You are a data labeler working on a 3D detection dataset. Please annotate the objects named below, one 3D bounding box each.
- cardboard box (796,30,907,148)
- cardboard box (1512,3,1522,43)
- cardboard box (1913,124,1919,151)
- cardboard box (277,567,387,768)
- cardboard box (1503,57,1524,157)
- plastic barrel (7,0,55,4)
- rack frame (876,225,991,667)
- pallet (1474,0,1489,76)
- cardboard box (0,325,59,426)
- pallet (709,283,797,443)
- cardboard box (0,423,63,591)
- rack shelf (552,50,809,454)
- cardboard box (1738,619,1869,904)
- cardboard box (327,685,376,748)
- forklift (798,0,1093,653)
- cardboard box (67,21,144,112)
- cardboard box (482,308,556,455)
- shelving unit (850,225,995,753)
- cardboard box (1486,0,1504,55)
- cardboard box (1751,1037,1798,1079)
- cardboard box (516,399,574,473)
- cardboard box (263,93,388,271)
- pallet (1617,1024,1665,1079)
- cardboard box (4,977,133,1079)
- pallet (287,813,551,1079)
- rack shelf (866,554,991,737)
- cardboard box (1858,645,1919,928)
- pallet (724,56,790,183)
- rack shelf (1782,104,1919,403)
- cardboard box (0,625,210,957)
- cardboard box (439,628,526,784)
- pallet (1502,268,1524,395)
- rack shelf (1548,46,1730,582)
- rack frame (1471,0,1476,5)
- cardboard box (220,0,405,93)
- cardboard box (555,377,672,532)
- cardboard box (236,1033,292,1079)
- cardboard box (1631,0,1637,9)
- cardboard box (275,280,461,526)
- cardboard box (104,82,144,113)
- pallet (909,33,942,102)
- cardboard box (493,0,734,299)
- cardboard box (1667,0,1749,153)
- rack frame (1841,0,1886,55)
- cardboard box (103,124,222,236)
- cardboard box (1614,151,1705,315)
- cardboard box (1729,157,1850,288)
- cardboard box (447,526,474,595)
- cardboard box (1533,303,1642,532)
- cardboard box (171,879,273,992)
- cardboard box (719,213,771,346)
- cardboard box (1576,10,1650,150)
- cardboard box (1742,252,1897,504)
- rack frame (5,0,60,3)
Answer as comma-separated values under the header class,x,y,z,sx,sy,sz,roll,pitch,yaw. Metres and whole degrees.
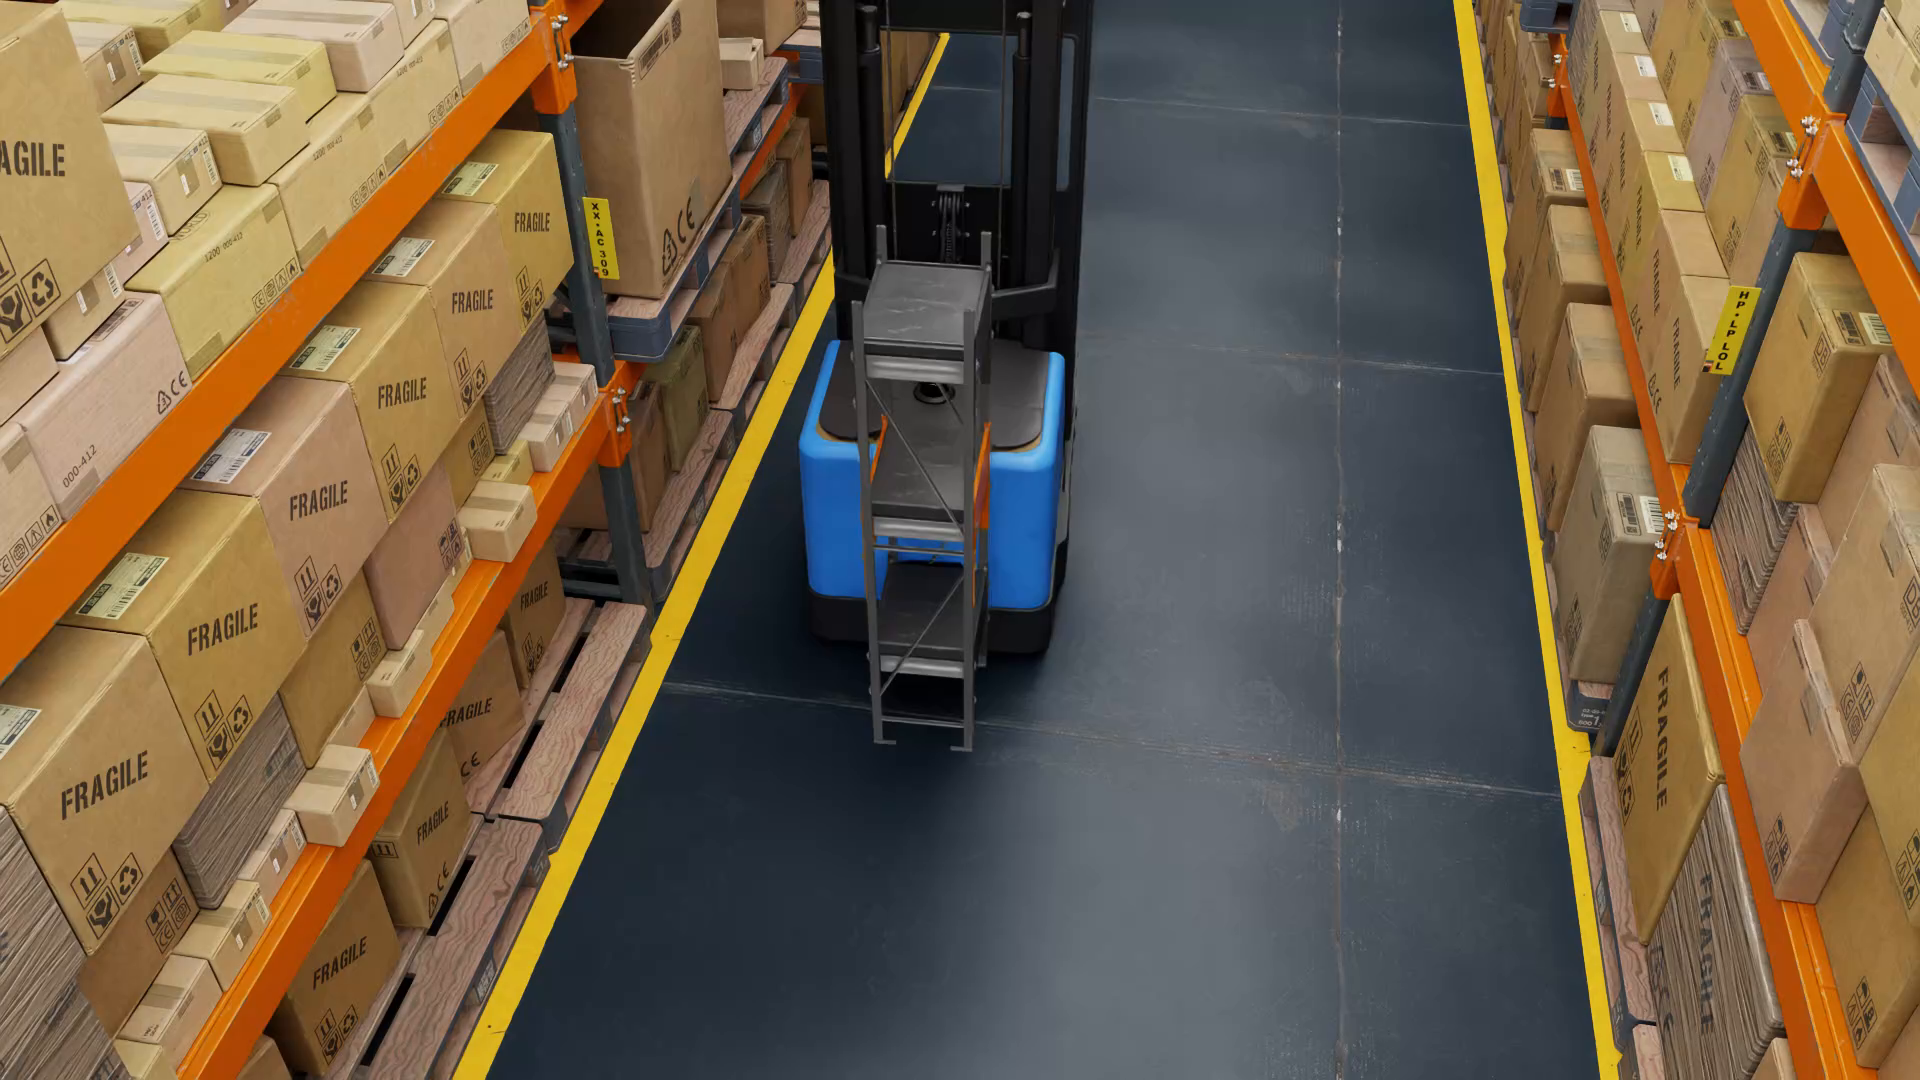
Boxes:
class,x,y,z,sx,sy,sz,roll,pitch,yaw
cardboard box,-1.009,-3.098,10.481,1.225,0.875,0.875,5,40,6
cardboard box,3.759,-3.295,10.425,0.500,0.250,0.500,7,40,9
cardboard box,2.541,-0.953,3.984,0.380,0.149,0.250,6,40,8
cardboard box,-2.216,0.252,4.779,0.875,0.500,0.500,6,40,8
cardboard box,3.668,-2.680,10.270,0.500,0.500,0.500,8,40,9
plastic barrel,-5.959,-3.505,11.009,0.600,0.830,0.708,6,40,8
rack frame,-0.089,-0.275,6.420,0.400,2.100,0.015,5,41,6
pallet,4.277,-3.661,12.013,1.003,0.211,1.213,6,40,8
cardboard box,-2.032,-0.342,3.261,0.380,0.149,0.250,6,40,8
pallet,-1.499,-0.996,8.789,1.003,0.211,1.213,6,40,8
cardboard box,-2.112,0.000,3.160,0.500,0.250,0.500,6,40,7
rack shelf,-1.495,-1.792,8.128,1.077,0.370,4.000,6,40,8
cardboard box,2.692,0.645,4.498,0.875,0.550,0.550,6,40,8
cardboard box,-1.982,0.538,4.942,0.380,0.149,0.250,6,40,8
forklift,0.010,-1.581,7.362,1.130,2.935,3.031,4,40,4
cardboard box,-2.380,-1.237,4.343,0.380,0.149,0.250,6,40,7
cardboard box,-1.980,-0.692,5.921,0.875,0.500,0.500,6,40,8
shelving unit,-0.120,-0.117,6.236,0.431,2.100,0.503,5,41,6
cardboard box,3.932,-3.656,11.451,0.500,0.500,0.500,8,40,10
cardboard box,2.537,1.978,4.341,0.875,0.875,0.875,6,40,7
cardboard box,-1.642,-0.394,6.070,0.380,0.149,0.250,6,40,8
cardboard box,-1.847,-0.951,4.309,0.500,0.250,0.500,6,40,7
pallet,2.609,2.107,5.036,1.003,0.211,1.213,6,40,8
cardboard box,-2.411,1.201,3.632,0.875,0.500,0.500,6,40,8
pallet,-2.131,1.454,5.826,1.003,0.211,1.213,6,40,8
rack shelf,-0.118,0.424,6.701,0.431,0.518,0.480,5,41,6
cardboard box,2.635,0.565,3.747,0.875,0.550,0.500,6,40,8
pallet,-1.451,-2.004,7.970,1.003,0.211,1.213,6,40,8
rack shelf,2.680,0.172,3.398,1.077,0.370,4.000,6,40,8
cardboard box,-2.076,0.529,3.659,0.500,0.500,0.500,6,40,8
cardboard box,-2.042,0.594,6.309,0.500,0.500,0.500,19,43,21
pallet,3.508,-1.153,8.979,1.003,0.211,1.213,6,40,8
rack shelf,3.372,-1.182,7.390,1.077,0.370,4.000,6,40,8
rack frame,4.411,-5.225,11.715,1.000,3.000,0.127,6,40,8
cardboard box,-1.730,-1.330,4.455,0.380,0.149,0.250,5,40,6
cardboard box,-1.714,-0.403,7.500,0.700,0.500,0.500,4,40,4
cardboard box,-2.339,1.729,4.937,0.500,0.500,0.500,17,42,19
cardboard box,3.631,-2.858,7.989,0.700,0.500,0.500,6,40,7
cardboard box,-1.821,-0.412,4.798,0.500,0.500,0.500,6,40,8
cardboard box,-2.354,-1.015,4.387,0.500,0.250,0.500,5,40,6
pallet,-0.725,-3.500,11.817,1.003,0.211,1.213,6,40,8
cardboard box,-1.566,-1.691,6.640,1.000,1.000,1.000,7,40,8
cardboard box,3.370,-1.897,6.827,0.700,0.500,0.500,6,40,7
rack frame,3.026,-2.516,3.731,1.000,3.000,0.127,6,40,8
cardboard box,-1.969,-0.843,3.867,0.380,0.149,0.250,5,40,6
cardboard box,3.028,-1.234,6.810,0.500,0.500,0.500,7,40,8
cardboard box,3.107,-0.940,5.670,0.700,0.500,0.500,6,40,7
cardboard box,-1.851,0.068,5.511,0.380,0.149,0.250,6,40,8
cardboard box,3.216,-0.503,7.441,1.050,0.750,0.750,6,40,8
cardboard box,-2.056,1.015,4.365,0.380,0.149,0.250,6,40,8
cardboard box,-1.420,-1.402,8.708,0.700,0.500,0.500,10,41,11
cardboard box,3.290,-2.181,7.956,0.500,0.500,0.500,6,40,7
cardboard box,2.929,-0.450,4.975,0.875,0.550,0.550,6,40,8
rack frame,-6.027,-3.871,10.078,1.000,3.000,0.127,6,40,8
